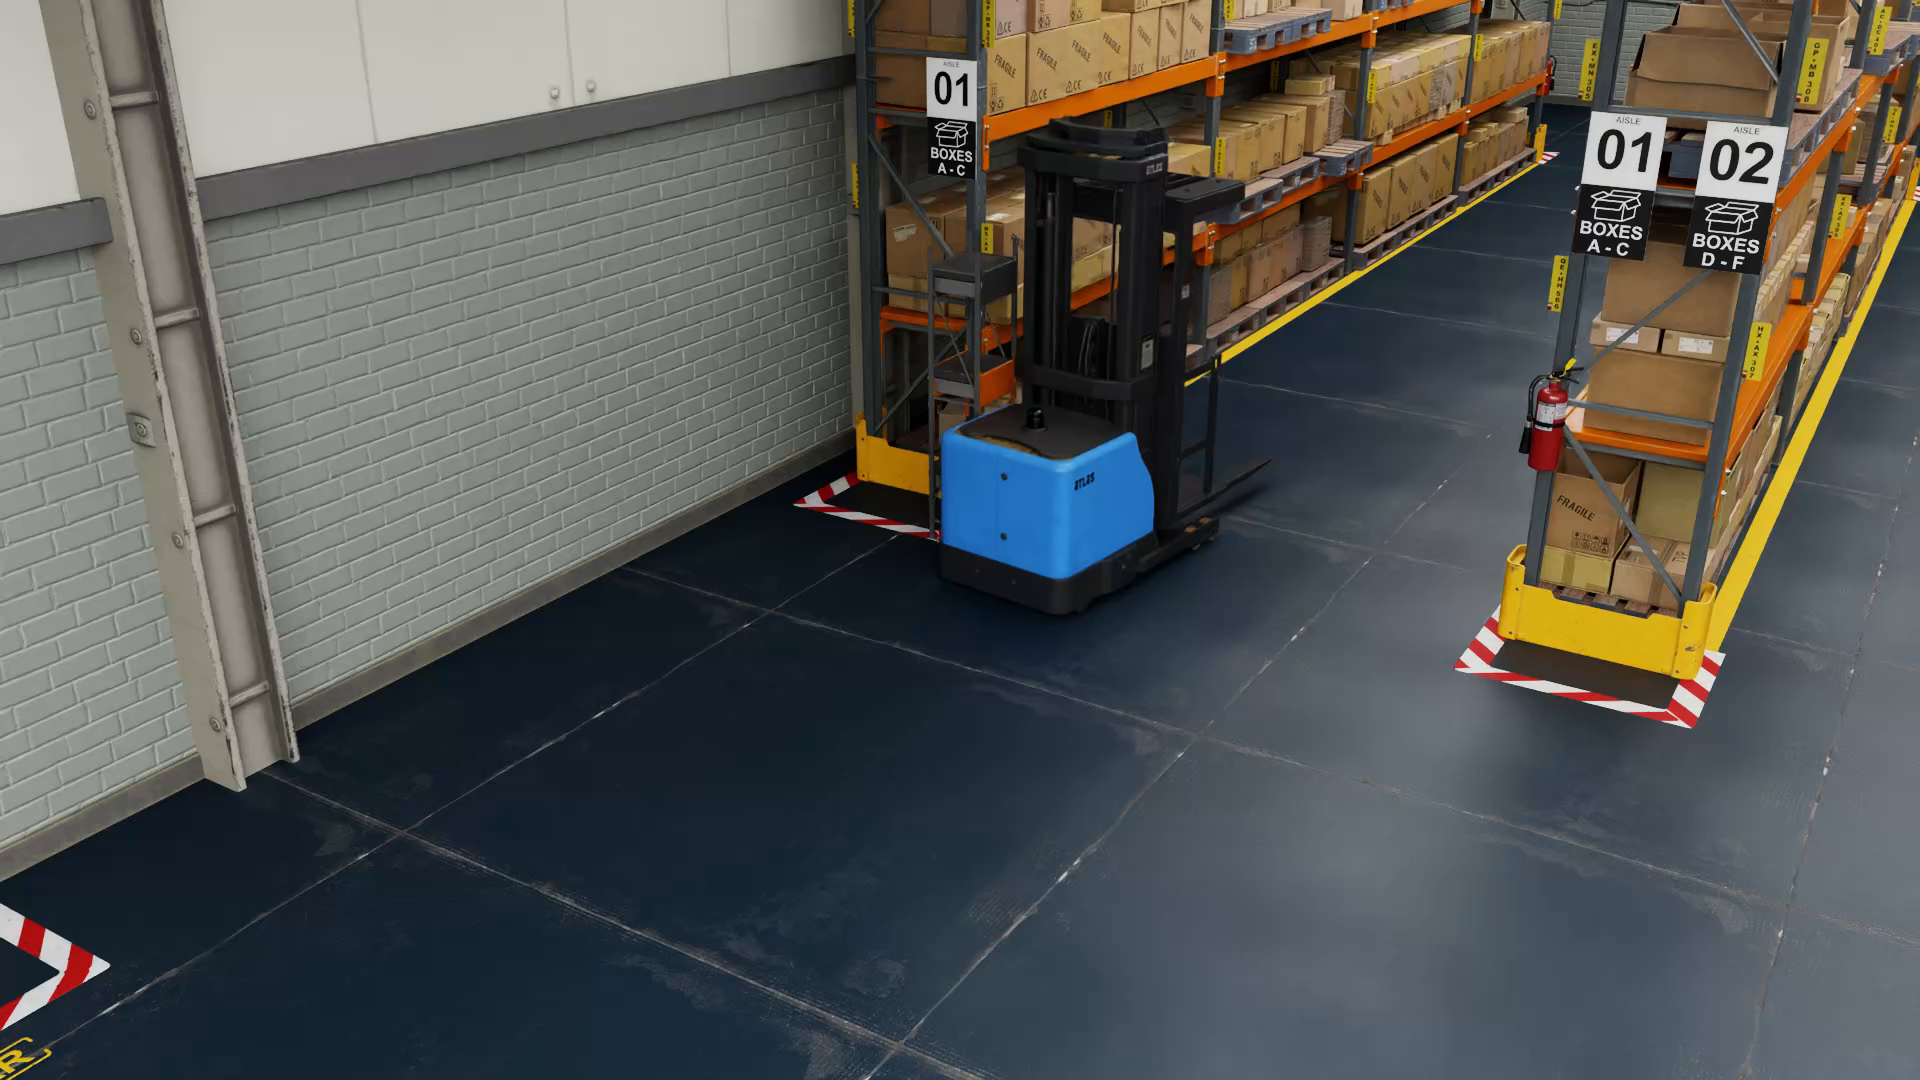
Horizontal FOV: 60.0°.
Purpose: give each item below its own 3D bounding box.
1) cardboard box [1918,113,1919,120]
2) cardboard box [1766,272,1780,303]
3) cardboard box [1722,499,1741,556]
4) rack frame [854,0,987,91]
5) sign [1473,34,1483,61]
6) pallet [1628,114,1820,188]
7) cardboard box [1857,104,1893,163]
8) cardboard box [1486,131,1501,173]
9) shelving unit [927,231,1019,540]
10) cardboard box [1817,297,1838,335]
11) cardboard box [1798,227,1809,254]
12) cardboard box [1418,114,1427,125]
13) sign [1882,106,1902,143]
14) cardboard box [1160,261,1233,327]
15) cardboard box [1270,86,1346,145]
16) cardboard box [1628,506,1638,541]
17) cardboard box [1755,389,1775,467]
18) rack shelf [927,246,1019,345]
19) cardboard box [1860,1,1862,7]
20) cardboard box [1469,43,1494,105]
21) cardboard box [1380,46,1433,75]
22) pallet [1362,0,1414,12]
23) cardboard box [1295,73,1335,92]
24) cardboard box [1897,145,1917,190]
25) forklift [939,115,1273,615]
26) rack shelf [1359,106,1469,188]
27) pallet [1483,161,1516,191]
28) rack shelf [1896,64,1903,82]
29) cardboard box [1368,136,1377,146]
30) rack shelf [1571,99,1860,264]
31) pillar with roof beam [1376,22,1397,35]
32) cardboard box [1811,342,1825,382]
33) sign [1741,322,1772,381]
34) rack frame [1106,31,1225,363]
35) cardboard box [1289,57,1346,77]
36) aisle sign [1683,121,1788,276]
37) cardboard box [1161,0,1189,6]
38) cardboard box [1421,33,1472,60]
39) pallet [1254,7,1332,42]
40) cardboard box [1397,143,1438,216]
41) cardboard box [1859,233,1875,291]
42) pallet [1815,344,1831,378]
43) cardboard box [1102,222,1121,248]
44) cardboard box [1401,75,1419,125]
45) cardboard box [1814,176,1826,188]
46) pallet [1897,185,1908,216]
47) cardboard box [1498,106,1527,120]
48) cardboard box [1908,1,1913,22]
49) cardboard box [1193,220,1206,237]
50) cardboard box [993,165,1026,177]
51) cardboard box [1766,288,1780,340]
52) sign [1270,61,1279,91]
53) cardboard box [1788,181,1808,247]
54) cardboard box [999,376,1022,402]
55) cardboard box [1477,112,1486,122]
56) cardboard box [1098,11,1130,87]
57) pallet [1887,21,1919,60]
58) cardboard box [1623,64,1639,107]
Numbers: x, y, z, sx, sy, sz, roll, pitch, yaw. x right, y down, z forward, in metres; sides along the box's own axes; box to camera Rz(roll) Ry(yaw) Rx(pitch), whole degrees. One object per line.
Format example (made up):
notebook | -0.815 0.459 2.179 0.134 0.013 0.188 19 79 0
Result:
cardboard box | 11.566 -5.452 20.442 0.500 0.500 0.500 13 27 28
cardboard box | 5.137 -1.677 10.905 0.380 0.149 0.250 14 27 29
cardboard box | 4.932 -0.131 11.209 0.500 0.250 0.500 14 27 29
rack frame | -0.275 -4.517 10.857 1.000 3.000 0.127 14 27 29
sign | 6.521 -6.199 20.935 0.100 0.325 0.005 14 27 29
pallet | 4.331 -2.296 9.614 1.003 0.211 1.213 14 27 29
cardboard box | 9.037 -4.171 16.954 0.700 0.500 0.500 20 31 39
cardboard box | 7.077 -5.432 23.141 0.700 0.500 0.500 15 27 30
shelving unit | 0.088 -1.019 11.462 0.431 2.100 0.503 14 27 29
cardboard box | 7.551 -2.041 14.915 0.500 0.311 0.500 14 27 29
cardboard box | 5.952 -2.201 12.116 0.380 0.149 0.250 13 27 28
cardboard box | 5.410 -5.115 20.081 0.380 0.149 0.250 13 27 28
sign | 8.629 -3.843 15.395 0.100 0.325 0.005 14 27 29
cardboard box | 2.209 -2.421 16.159 0.700 0.500 0.500 15 28 31
cardboard box | 3.706 -4.551 17.808 0.700 0.500 0.500 11 26 23
cardboard box | 4.221 -0.072 11.074 0.500 0.250 0.500 14 27 29
cardboard box | 5.453 -0.814 11.843 0.500 0.500 0.500 14 27 29
rack shelf | 0.088 -1.649 11.189 0.431 0.518 0.480 14 27 29
cardboard box | 7.392 -4.391 14.003 0.500 0.250 0.500 13 27 28
cardboard box | 6.355 -6.131 21.760 0.980 0.700 0.700 14 27 30
cardboard box | 5.211 -5.624 19.496 0.500 0.250 0.500 13 27 28
pallet | 4.240 -5.982 18.256 1.213 0.211 1.003 15 28 31
cardboard box | 3.789 -4.887 17.767 0.380 0.149 0.250 10 25 22
cardboard box | 12.298 -4.947 21.994 0.500 0.500 0.500 14 27 29
forklift | 1.177 -1.389 11.270 1.130 2.935 3.031 18 29 35
rack shelf | 5.000 -4.809 19.988 1.077 0.370 4.000 14 27 29
pallet | 7.165 -5.188 23.469 1.003 0.211 1.213 14 27 29
rack shelf | 9.211 -5.149 16.998 1.077 0.370 4.000 14 27 29
cardboard box | 4.456 -4.504 18.669 0.380 0.149 0.250 14 27 30
rack shelf | 4.991 -2.449 10.760 1.077 0.370 4.000 14 27 29
pillar with roof beam | 9.347 -8.083 19.094 9.100 9.000 0.400 14 27 29
cardboard box | 7.280 -1.611 14.629 0.500 0.250 0.500 14 27 30
sign | 4.404 -1.042 9.193 0.100 0.325 0.005 14 27 29
rack frame | 1.835 -3.114 15.168 1.000 3.000 0.127 14 27 29
cardboard box | 3.964 -5.207 18.533 0.500 0.250 0.500 15 27 30
aisle sign | 4.161 -1.834 8.938 0.394 0.787 0.004 14 27 29
cardboard box | 1.520 -4.590 13.393 0.500 0.500 0.500 16 28 32
cardboard box | 6.026 -6.139 20.685 0.500 0.250 0.500 15 27 30
pallet | 2.796 -4.941 15.849 1.213 0.211 1.003 14 27 29
cardboard box | 5.356 -4.473 20.484 0.750 0.750 0.750 15 27 31
cardboard box | 9.179 -2.922 17.316 0.500 0.500 0.500 13 27 28
pallet | 7.688 -1.878 15.822 1.003 0.211 1.213 14 27 29
cardboard box | 1.042 -2.661 13.341 0.500 0.500 0.500 15 27 31
cardboard box | 4.966 -5.108 19.248 0.500 0.500 0.500 14 27 29
cardboard box | 7.284 -2.903 14.555 0.500 0.500 0.500 12 26 26
pallet | 11.916 -4.553 22.001 1.003 0.211 1.213 14 27 29
cardboard box | 7.968 -6.169 24.025 0.380 0.149 0.250 14 27 28
cardboard box | 8.900 -5.352 16.435 0.910 0.500 0.500 14 27 29
cardboard box | 1.843 -2.831 14.678 0.500 0.250 0.500 14 27 29
cardboard box | 0.602 -2.765 13.582 0.500 0.500 0.500 14 27 30
cardboard box | 5.276 -1.624 11.600 0.700 0.500 0.500 14 27 30
sign | 3.472 -5.111 18.322 0.100 0.325 0.005 14 27 29
cardboard box | 5.551 -2.397 11.751 0.700 0.500 0.500 14 27 29
cardboard box | 0.467 -1.139 13.436 0.500 0.311 0.500 16 28 33
cardboard box | 7.244 -5.993 23.619 0.380 0.149 0.250 14 27 30
cardboard box | 0.963 -3.791 12.805 0.500 0.500 0.500 16 28 32
pallet | 7.874 -4.469 14.760 1.213 0.211 1.003 15 28 31
cardboard box | 4.319 -2.736 10.002 0.500 0.250 0.500 14 27 29
